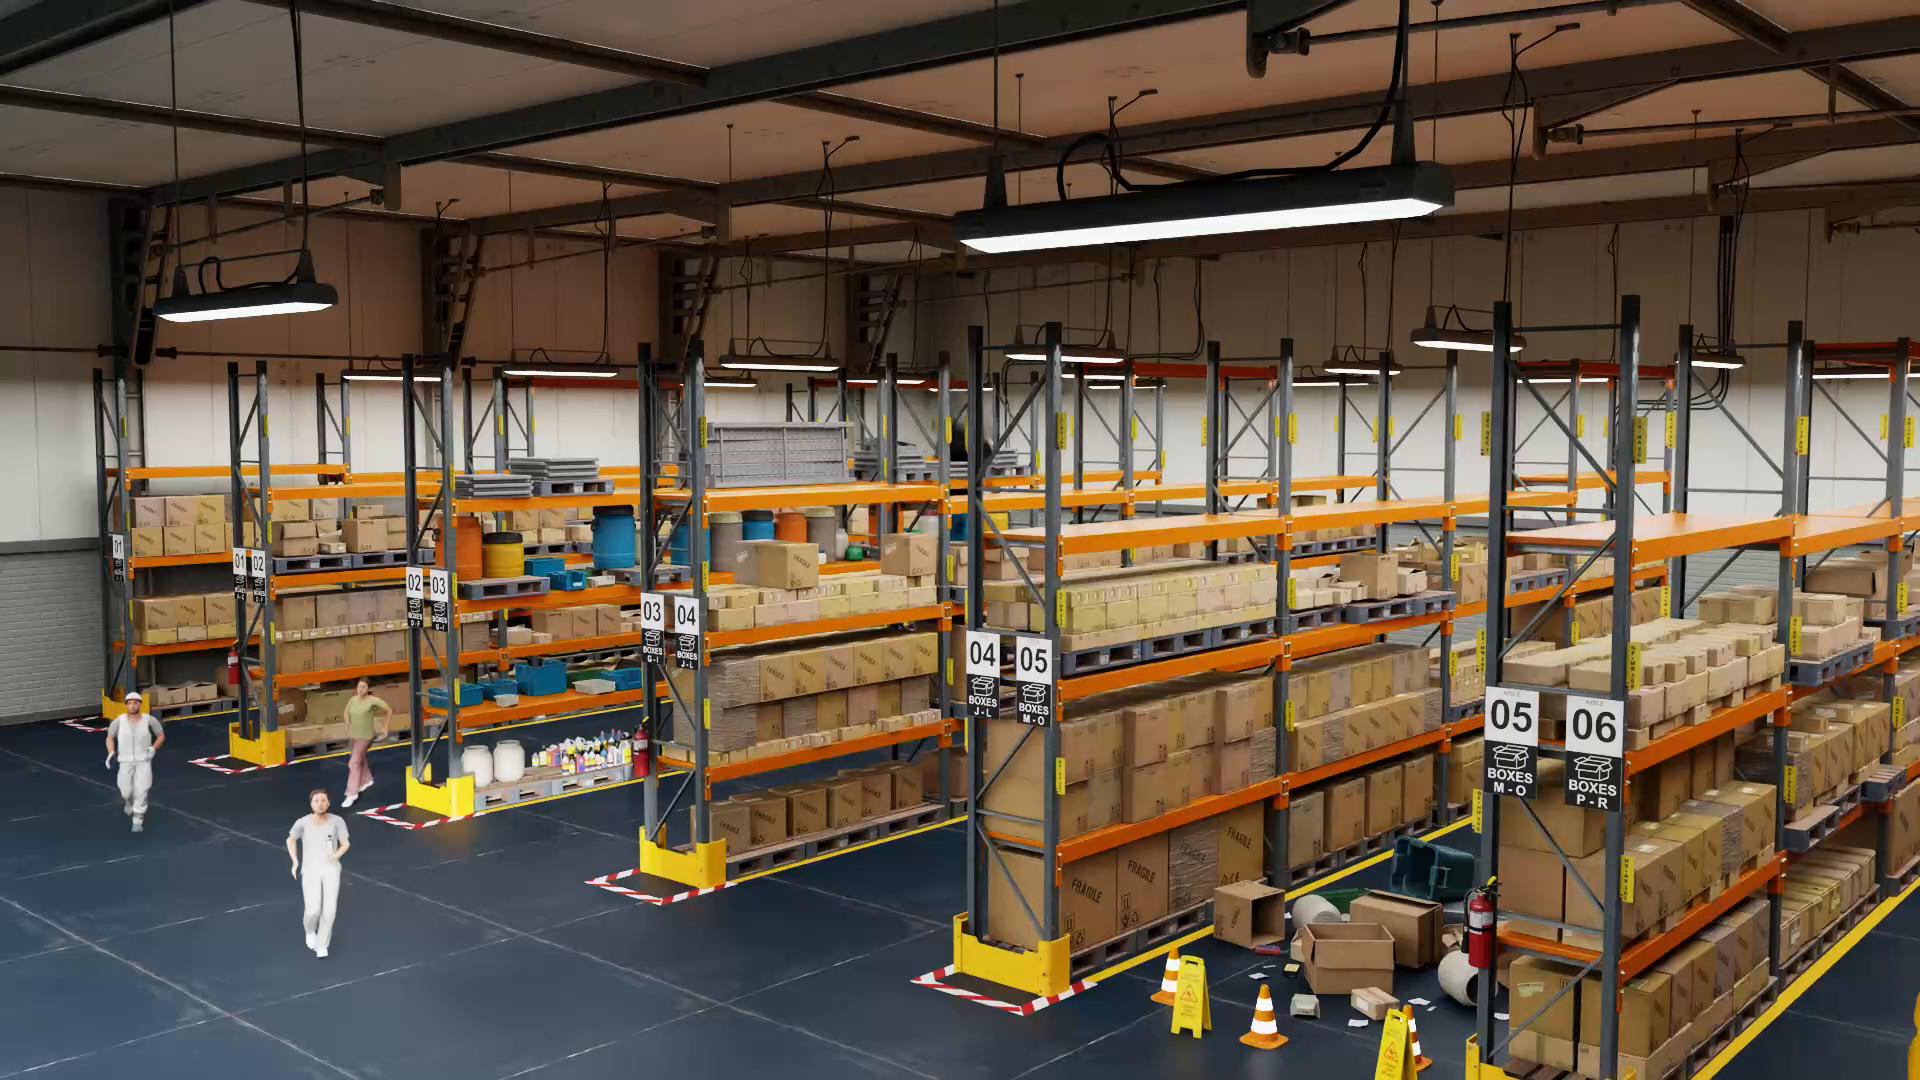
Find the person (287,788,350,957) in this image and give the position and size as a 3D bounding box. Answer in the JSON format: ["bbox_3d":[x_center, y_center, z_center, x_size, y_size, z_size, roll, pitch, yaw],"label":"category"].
[{"bbox_3d":[-6.089,3.180,15.823,0.552,1.624,0.545,-2,5,-25],"label":"person"}]

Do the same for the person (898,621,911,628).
[{"bbox_3d":[-0.980,1.846,32.709,0.704,1.769,0.887,2,5,26],"label":"person"}]

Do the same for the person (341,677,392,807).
[{"bbox_3d":[-8.018,2.690,22.394,0.634,1.715,0.809,1,4,18],"label":"person"}]

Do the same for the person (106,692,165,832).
[{"bbox_3d":[-10.335,2.771,20.862,0.669,1.737,0.596,-2,5,-22],"label":"person"}]
